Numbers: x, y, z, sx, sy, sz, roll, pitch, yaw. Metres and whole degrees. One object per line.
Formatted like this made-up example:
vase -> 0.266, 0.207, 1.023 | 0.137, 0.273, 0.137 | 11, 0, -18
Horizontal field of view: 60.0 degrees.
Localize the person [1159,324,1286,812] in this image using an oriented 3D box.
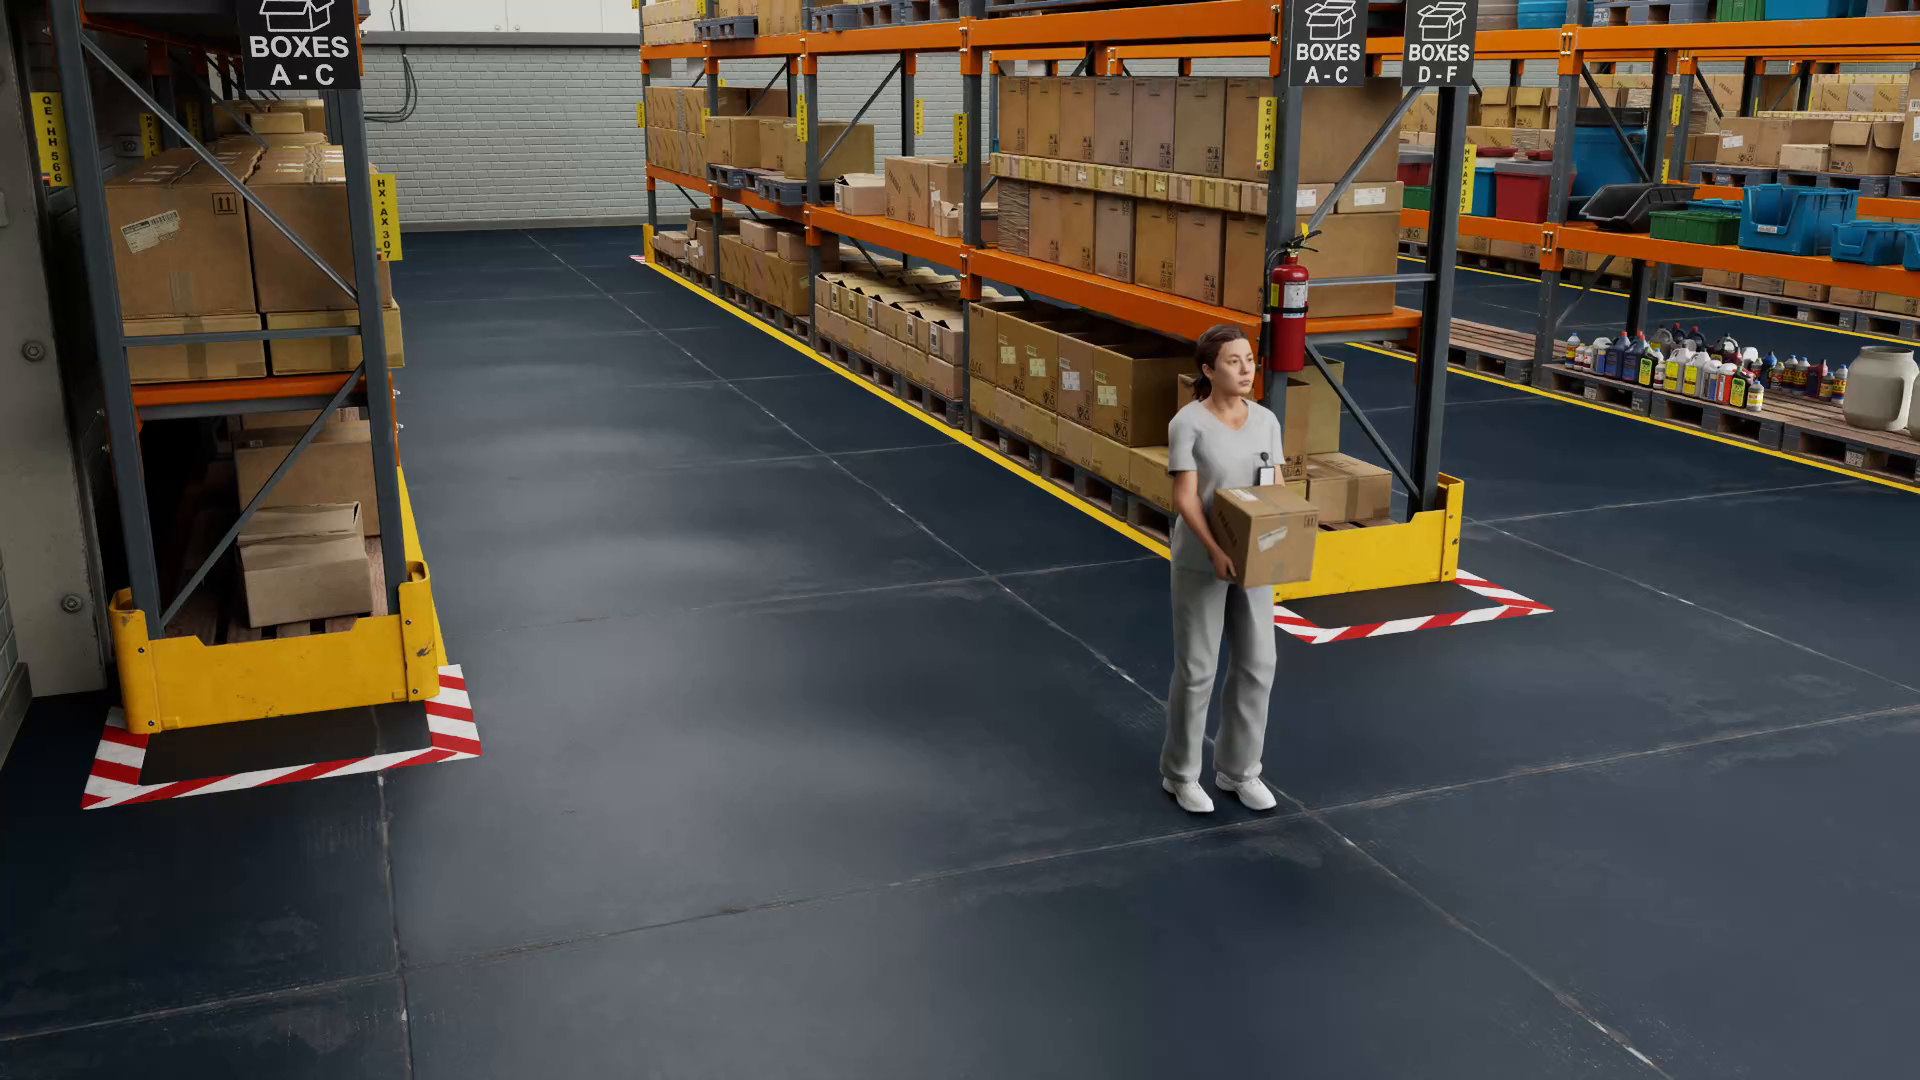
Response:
person -> 0.921, 0.112, 5.654 | 0.437, 1.662, 0.555 | -6, 17, -19
